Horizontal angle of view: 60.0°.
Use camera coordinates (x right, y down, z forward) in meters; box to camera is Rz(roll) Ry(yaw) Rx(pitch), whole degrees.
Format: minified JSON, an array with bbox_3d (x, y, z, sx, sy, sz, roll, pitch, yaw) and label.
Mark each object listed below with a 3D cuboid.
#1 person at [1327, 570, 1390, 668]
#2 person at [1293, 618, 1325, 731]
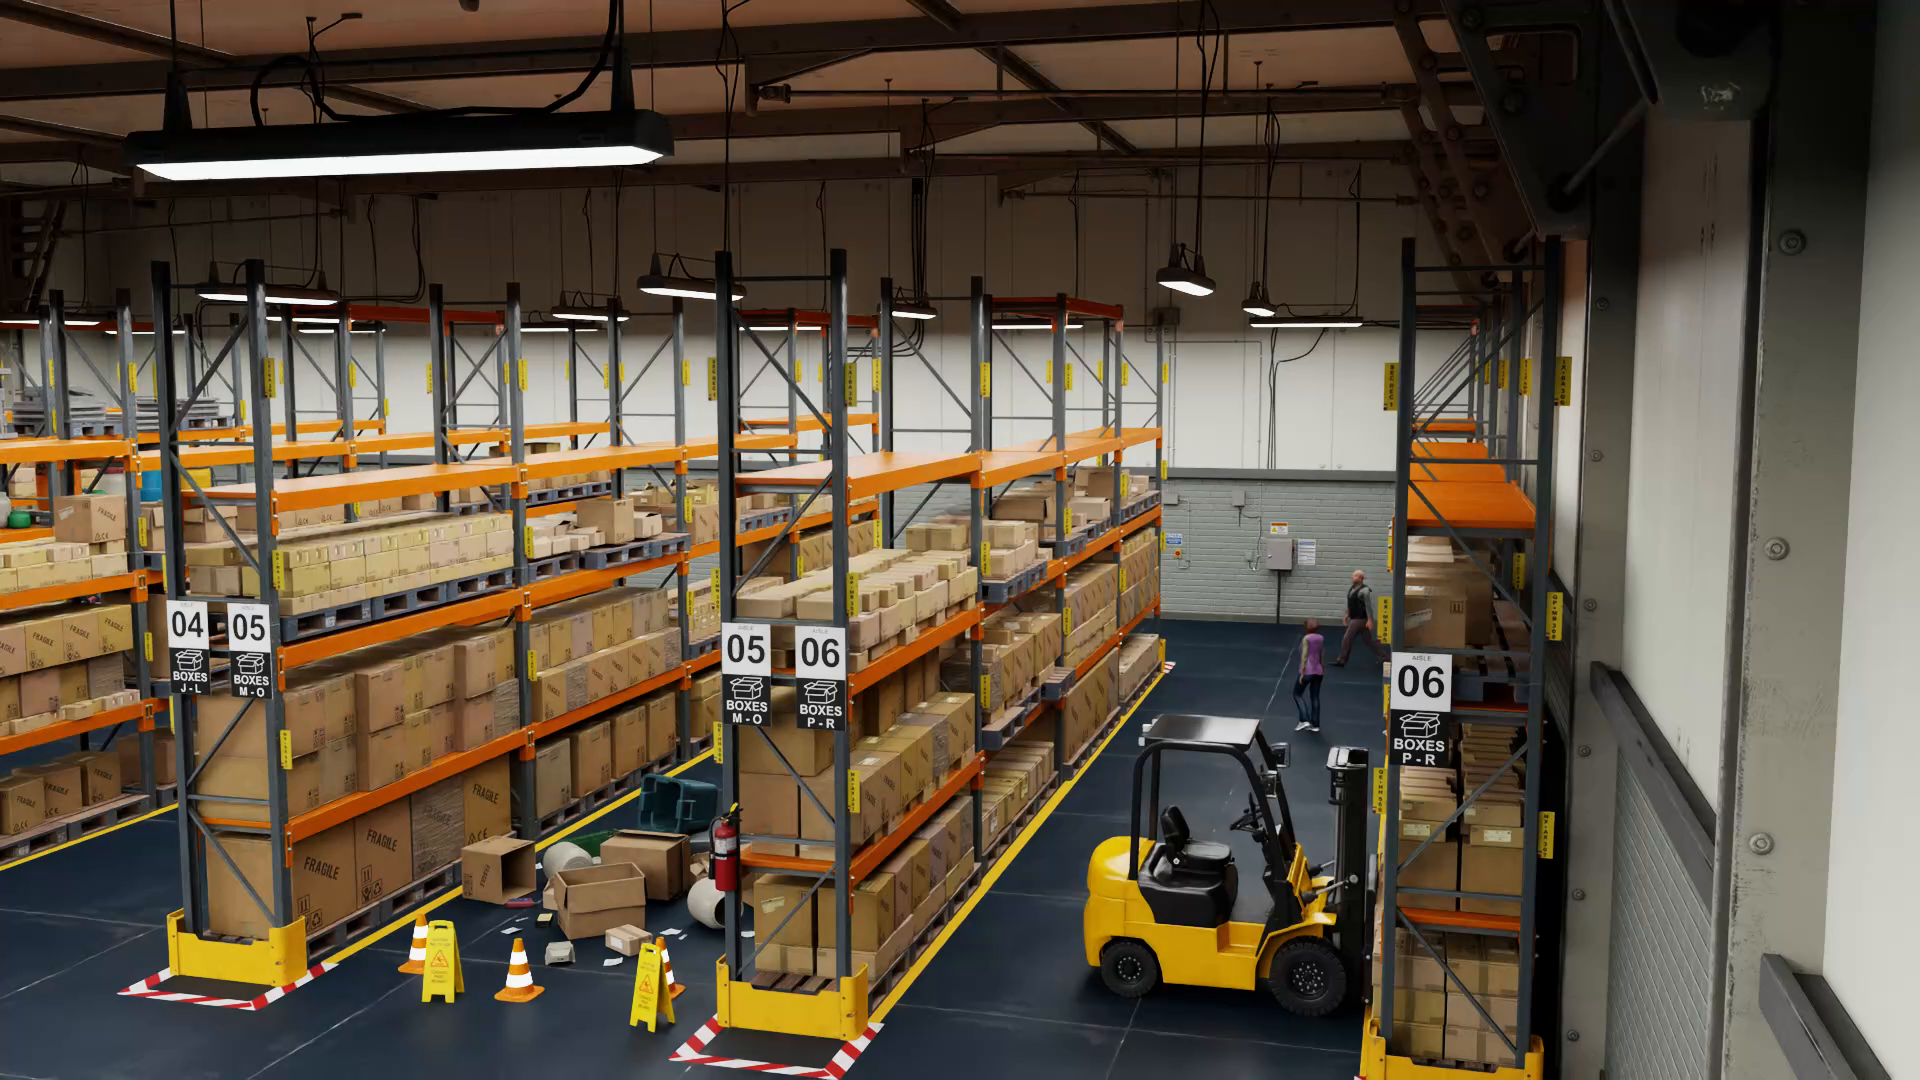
[{"bbox_3d":[6.797,1.339,28.297,1.048,1.677,0.513,1,6,9],"label":"person"},{"bbox_3d":[4.949,1.906,23.434,0.445,1.604,0.372,-3,7,-27],"label":"person"}]
